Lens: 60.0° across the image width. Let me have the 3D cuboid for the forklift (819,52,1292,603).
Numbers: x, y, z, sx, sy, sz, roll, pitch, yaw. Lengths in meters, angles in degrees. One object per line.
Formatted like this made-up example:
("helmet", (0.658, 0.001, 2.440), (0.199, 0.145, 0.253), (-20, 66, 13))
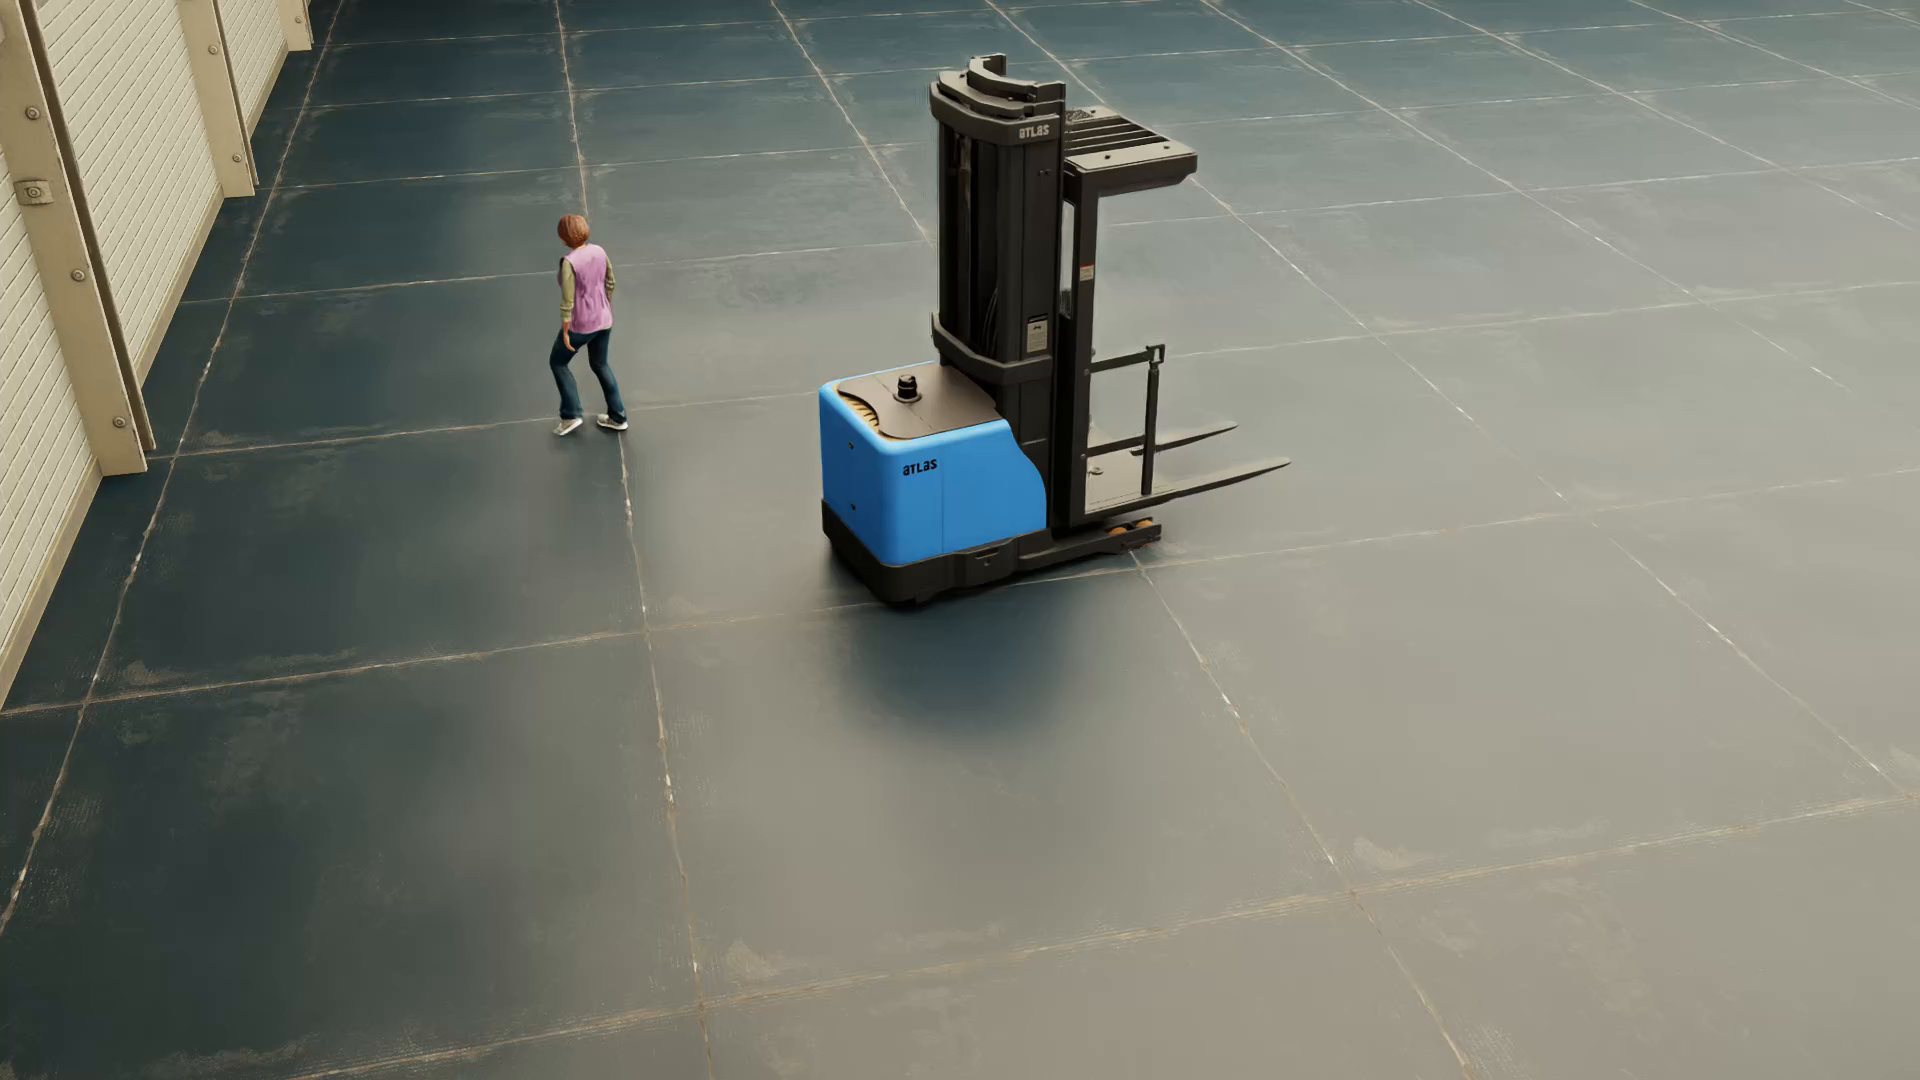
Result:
("forklift", (0.691, -1.401, 9.995), (3.031, 2.935, 1.130), (-14, 33, -23))

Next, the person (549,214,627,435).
("person", (-2.589, -1.467, 11.523), (0.461, 1.617, 0.510), (18, 35, 29))
